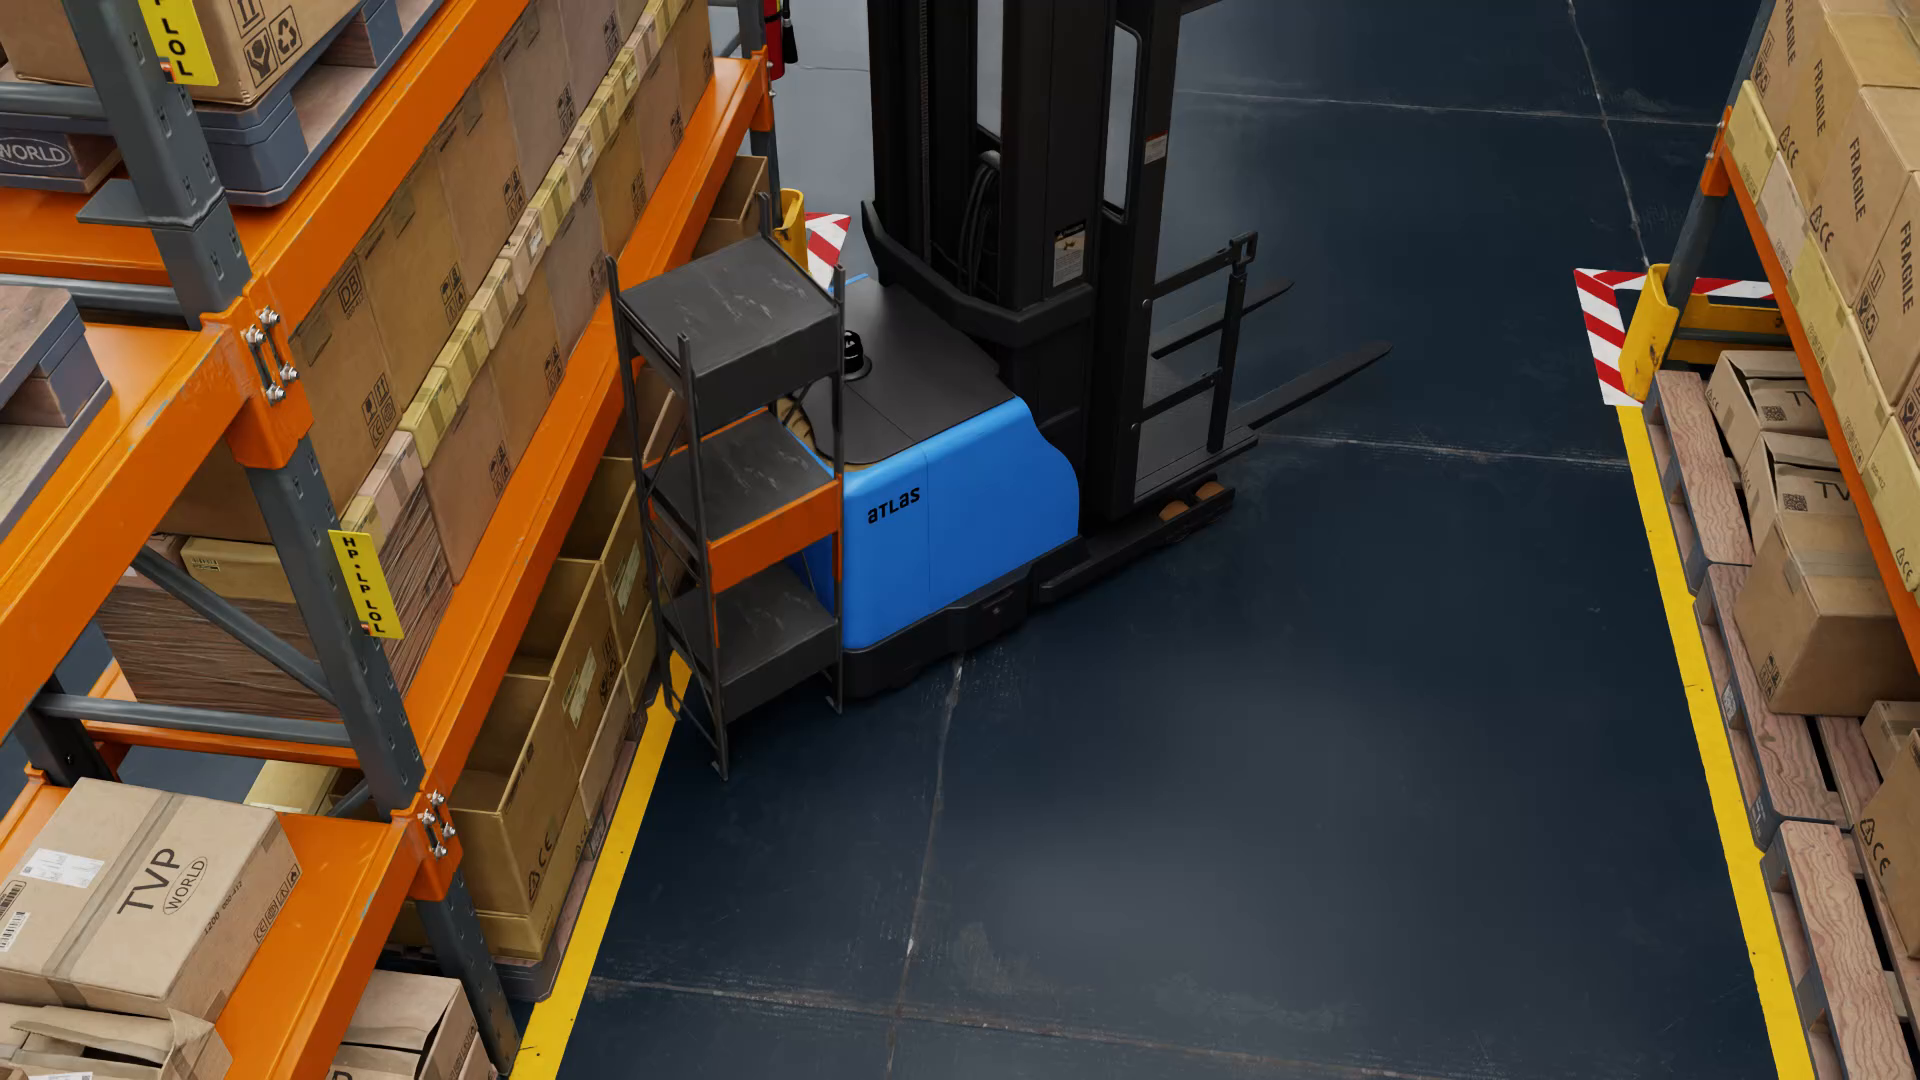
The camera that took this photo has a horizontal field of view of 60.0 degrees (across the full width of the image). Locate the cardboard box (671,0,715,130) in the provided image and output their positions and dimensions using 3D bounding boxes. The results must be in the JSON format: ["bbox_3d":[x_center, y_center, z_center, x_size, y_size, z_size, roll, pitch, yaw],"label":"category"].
[{"bbox_3d":[-1.398,-1.995,6.602,0.700,0.500,0.500,5,44,6],"label":"cardboard box"}]

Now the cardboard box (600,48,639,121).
[{"bbox_3d":[-1.322,-1.567,5.678,0.380,0.149,0.250,6,44,7],"label":"cardboard box"}]

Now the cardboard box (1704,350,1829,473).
[{"bbox_3d":[3.406,-0.548,6.782,0.500,0.311,0.500,1,43,1],"label":"cardboard box"}]

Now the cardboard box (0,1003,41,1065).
[{"bbox_3d":[-2.173,1.127,3.561,0.380,0.149,0.250,5,44,6],"label":"cardboard box"}]

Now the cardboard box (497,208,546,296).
[{"bbox_3d":[-1.459,-0.865,4.938,0.380,0.149,0.250,4,44,4],"label":"cardboard box"}]

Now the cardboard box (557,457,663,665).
[{"bbox_3d":[-1.349,0.055,5.659,0.500,0.500,0.500,5,44,6],"label":"cardboard box"}]

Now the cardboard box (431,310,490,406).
[{"bbox_3d":[-1.527,-0.513,4.565,0.380,0.149,0.250,5,44,5],"label":"cardboard box"}]

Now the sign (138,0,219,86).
[{"bbox_3d":[-1.314,-0.898,2.730,0.100,0.325,0.005,5,44,6],"label":"sign"}]

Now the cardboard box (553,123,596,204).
[{"bbox_3d":[-1.389,-1.212,5.304,0.380,0.149,0.250,5,44,5],"label":"cardboard box"}]

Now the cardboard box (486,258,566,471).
[{"bbox_3d":[-1.667,-0.590,5.119,0.700,0.500,0.500,6,44,6],"label":"cardboard box"}]

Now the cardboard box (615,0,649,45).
[{"bbox_3d":[-1.469,-2.071,5.739,0.700,0.500,0.500,4,44,4],"label":"cardboard box"}]

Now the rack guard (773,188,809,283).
[{"bbox_3d":[-1.321,-1.384,7.848,1.175,0.500,0.348,5,44,6],"label":"rack guard"}]

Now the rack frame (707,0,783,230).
[{"bbox_3d":[-1.324,-2.275,6.971,1.000,3.000,0.127,5,44,6],"label":"rack frame"}]

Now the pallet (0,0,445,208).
[{"bbox_3d":[-1.766,-1.190,3.708,1.003,0.211,1.213,5,44,6],"label":"pallet"}]

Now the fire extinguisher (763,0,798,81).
[{"bbox_3d":[-0.848,-2.286,7.039,0.296,0.674,0.183,5,44,6],"label":"fire extinguisher"}]

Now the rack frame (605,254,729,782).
[{"bbox_3d":[-0.882,0.043,5.147,0.015,2.100,0.400,-29,57,-26],"label":"rack frame"}]

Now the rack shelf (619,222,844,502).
[{"bbox_3d":[-0.649,-0.508,4.731,0.480,0.518,0.431,-29,57,-26],"label":"rack shelf"}]

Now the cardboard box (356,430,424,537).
[{"bbox_3d":[-1.592,-0.158,4.191,0.380,0.149,0.250,6,44,6],"label":"cardboard box"}]

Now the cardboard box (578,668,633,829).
[{"bbox_3d":[-1.420,0.668,5.558,0.500,0.250,0.500,5,44,6],"label":"cardboard box"}]

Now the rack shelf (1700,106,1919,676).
[{"bbox_3d":[3.322,-0.203,5.306,1.077,0.370,4.000,5,44,6],"label":"rack shelf"}]

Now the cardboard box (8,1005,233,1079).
[{"bbox_3d":[-1.787,1.115,3.488,0.396,0.266,0.258,4,44,4],"label":"cardboard box"}]

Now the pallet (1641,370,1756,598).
[{"bbox_3d":[3.434,-0.213,6.821,1.003,0.211,1.213,5,44,6],"label":"pallet"}]

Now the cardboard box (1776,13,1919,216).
[{"bbox_3d":[3.150,-1.419,5.616,0.500,0.500,0.500,5,44,6],"label":"cardboard box"}]

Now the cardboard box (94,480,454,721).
[{"bbox_3d":[-1.800,0.111,4.378,0.700,0.500,0.500,4,44,4],"label":"cardboard box"}]

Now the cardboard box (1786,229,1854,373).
[{"bbox_3d":[3.080,-0.775,5.481,0.500,0.250,0.500,5,44,5],"label":"cardboard box"}]

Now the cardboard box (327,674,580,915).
[{"bbox_3d":[-1.481,0.737,4.939,0.500,0.500,0.500,5,44,6],"label":"cardboard box"}]

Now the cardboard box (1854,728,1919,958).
[{"bbox_3d":[3.156,0.935,5.079,0.500,0.500,0.500,2,43,2],"label":"cardboard box"}]

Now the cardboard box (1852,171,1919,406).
[{"bbox_3d":[3.020,-0.714,4.872,0.500,0.500,0.500,6,44,7],"label":"cardboard box"}]

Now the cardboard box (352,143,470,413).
[{"bbox_3d":[-1.735,-0.704,4.296,0.700,0.500,0.500,5,44,5],"label":"cardboard box"}]

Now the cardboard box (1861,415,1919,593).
[{"bbox_3d":[2.945,-0.088,4.756,0.500,0.250,0.500,5,44,5],"label":"cardboard box"}]

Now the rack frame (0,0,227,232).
[{"bbox_3d":[-1.853,-1.728,2.030,1.000,3.000,0.127,5,44,6],"label":"rack frame"}]

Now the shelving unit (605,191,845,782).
[{"bbox_3d":[-0.689,-0.064,5.253,0.503,2.100,0.431,-29,57,-26],"label":"shelving unit"}]

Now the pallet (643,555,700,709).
[{"bbox_3d":[-1.547,0.091,6.500,1.003,0.211,1.213,5,44,6],"label":"pallet"}]

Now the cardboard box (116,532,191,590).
[{"bbox_3d":[-2.029,-0.026,4.051,0.380,0.149,0.250,5,44,5],"label":"cardboard box"}]

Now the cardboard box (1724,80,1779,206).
[{"bbox_3d":[3.208,-1.477,6.223,0.500,0.250,0.500,4,44,4],"label":"cardboard box"}]

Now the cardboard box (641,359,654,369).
[{"bbox_3d":[-1.218,-0.626,6.379,0.500,0.500,0.500,5,44,6],"label":"cardboard box"}]

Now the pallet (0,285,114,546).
[{"bbox_3d":[-1.957,0.033,2.491,0.805,0.209,1.217,4,44,4],"label":"pallet"}]

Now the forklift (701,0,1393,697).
[{"bbox_3d":[0.503,-1.323,6.015,3.031,2.935,1.130,-27,50,-26],"label":"forklift"}]

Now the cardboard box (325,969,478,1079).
[{"bbox_3d":[-1.622,1.395,4.382,0.500,0.311,0.500,5,44,6],"label":"cardboard box"}]

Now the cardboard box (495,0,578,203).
[{"bbox_3d":[-1.601,-1.386,5.016,0.700,0.500,0.500,5,44,6],"label":"cardboard box"}]

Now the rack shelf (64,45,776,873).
[{"bbox_3d":[-1.588,-0.651,5.779,1.077,0.370,4.000,5,44,6],"label":"rack shelf"}]

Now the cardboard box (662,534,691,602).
[{"bbox_3d":[-1.288,-0.014,6.277,0.500,0.250,0.500,5,44,6],"label":"cardboard box"}]

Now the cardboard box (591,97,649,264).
[{"bbox_3d":[-1.534,-1.299,5.867,0.700,0.500,0.500,6,44,6],"label":"cardboard box"}]

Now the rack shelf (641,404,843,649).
[{"bbox_3d":[-0.690,-0.055,5.263,0.480,0.518,0.431,-29,57,-26],"label":"rack shelf"}]

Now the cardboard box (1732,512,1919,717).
[{"bbox_3d":[3.184,0.268,5.784,0.700,0.500,0.500,3,44,3],"label":"cardboard box"}]

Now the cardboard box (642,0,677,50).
[{"bbox_3d":[-1.253,-1.917,6.048,0.380,0.149,0.250,5,44,5],"label":"cardboard box"}]
